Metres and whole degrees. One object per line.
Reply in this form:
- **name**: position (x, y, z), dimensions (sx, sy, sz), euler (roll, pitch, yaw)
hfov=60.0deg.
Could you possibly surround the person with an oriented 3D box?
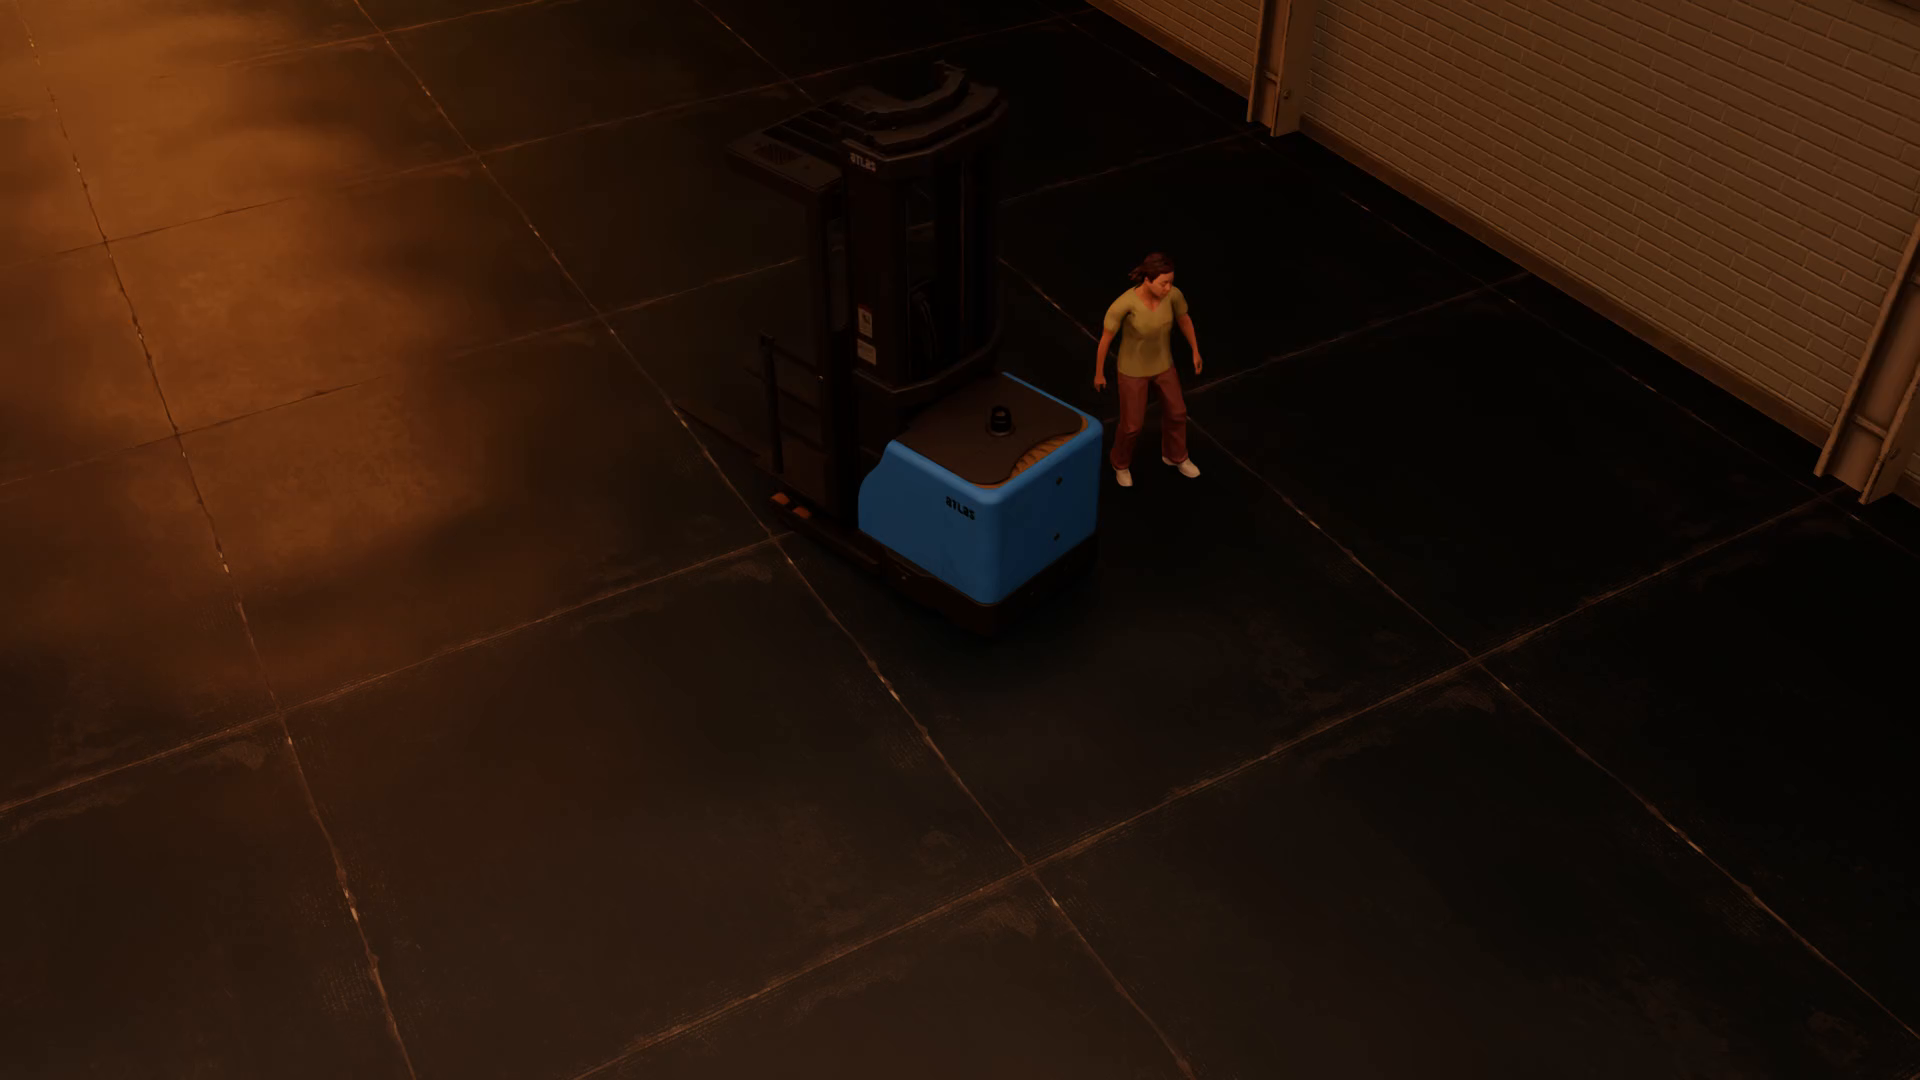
- **person**: position (1.180, -1.061, 10.321), dimensions (0.712, 1.650, 0.381), euler (-15, 42, -17)

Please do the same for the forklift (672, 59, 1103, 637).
- **forklift**: position (-0.590, -1.391, 9.713), dimensions (3.031, 2.935, 1.130), euler (31, 49, 32)
